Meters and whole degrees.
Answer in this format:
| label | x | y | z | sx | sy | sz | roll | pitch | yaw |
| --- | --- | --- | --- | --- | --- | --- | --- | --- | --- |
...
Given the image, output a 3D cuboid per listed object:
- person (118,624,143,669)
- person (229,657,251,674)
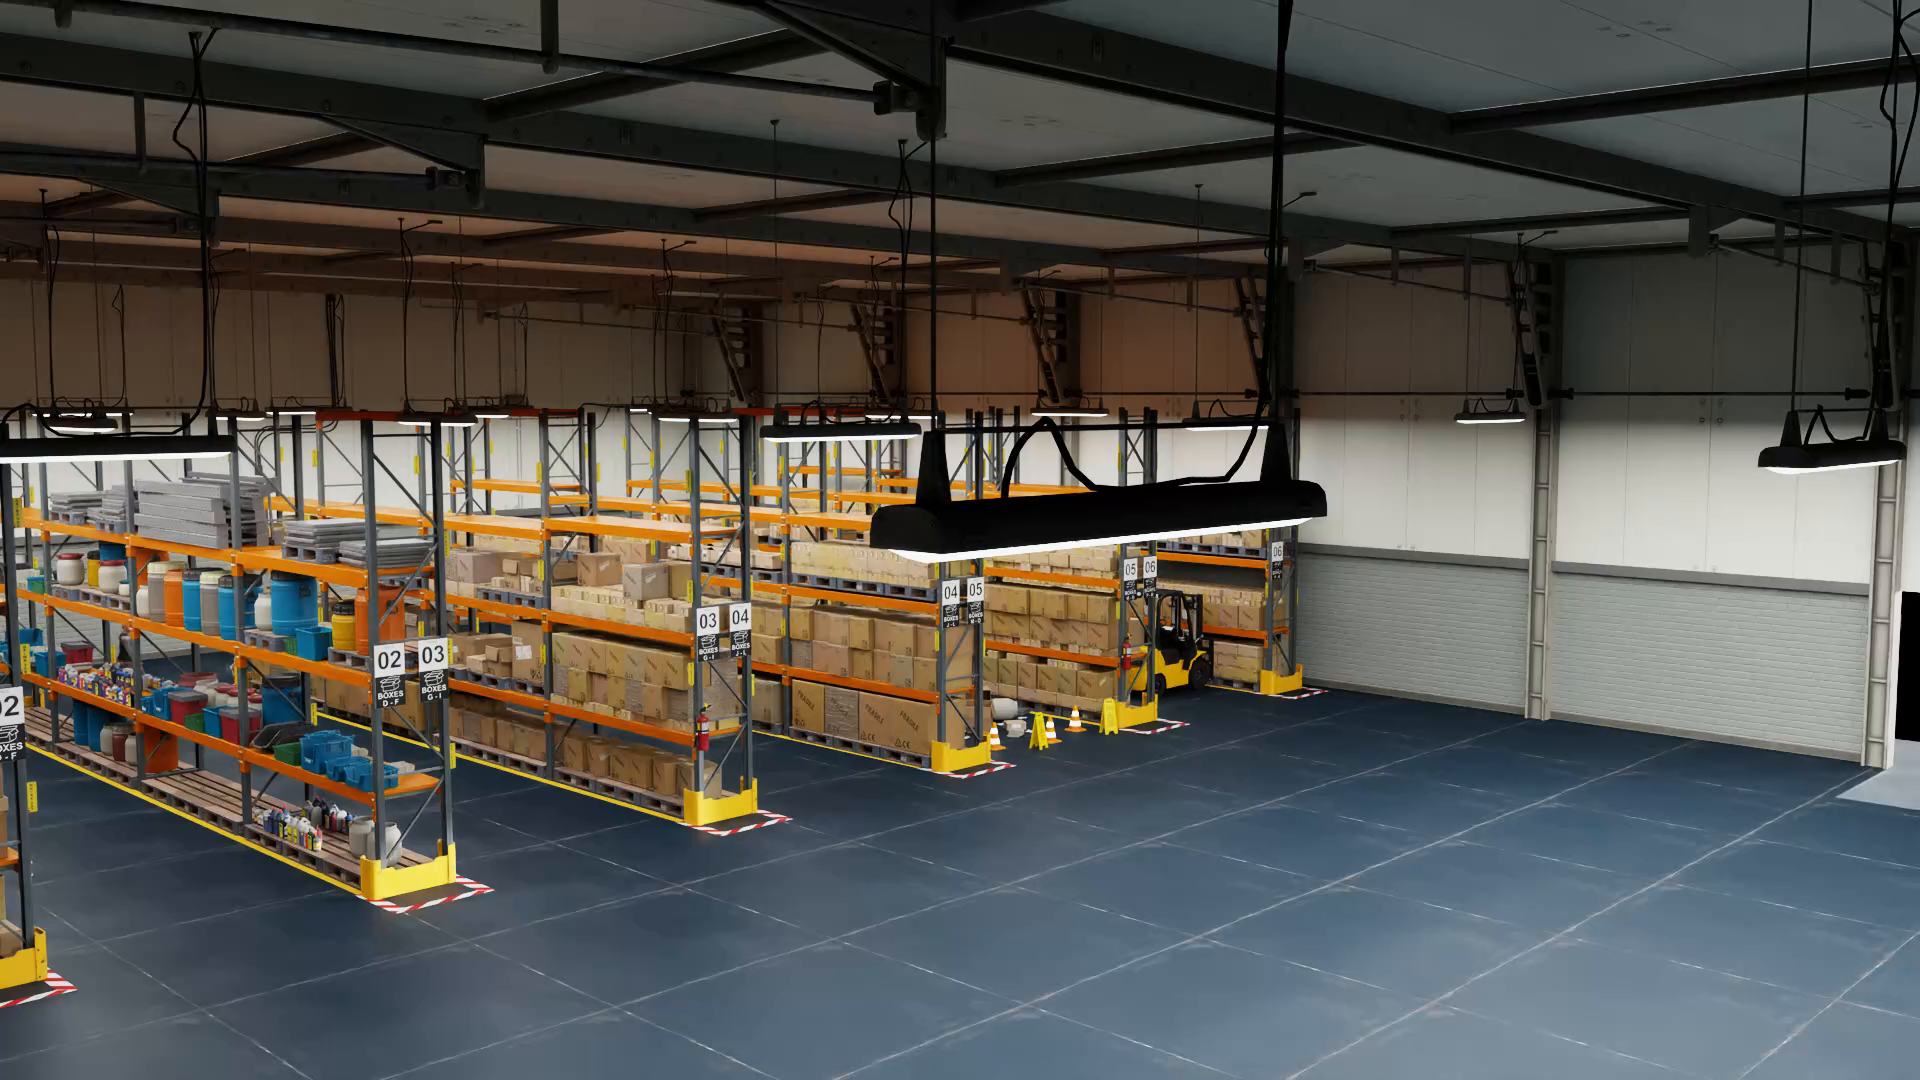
| label | x | y | z | sx | sy | sz | roll | pitch | yaw |
| --- | --- | --- | --- | --- | --- | --- | --- | --- | --- |
| person | -16.798 | 2.519 | 33.648 | 0.579 | 1.787 | 0.567 | 3 | 6 | 33 |
| person | -15.993 | 2.243 | 36.885 | 0.469 | 1.620 | 0.593 | 5 | 7 | 44 |
